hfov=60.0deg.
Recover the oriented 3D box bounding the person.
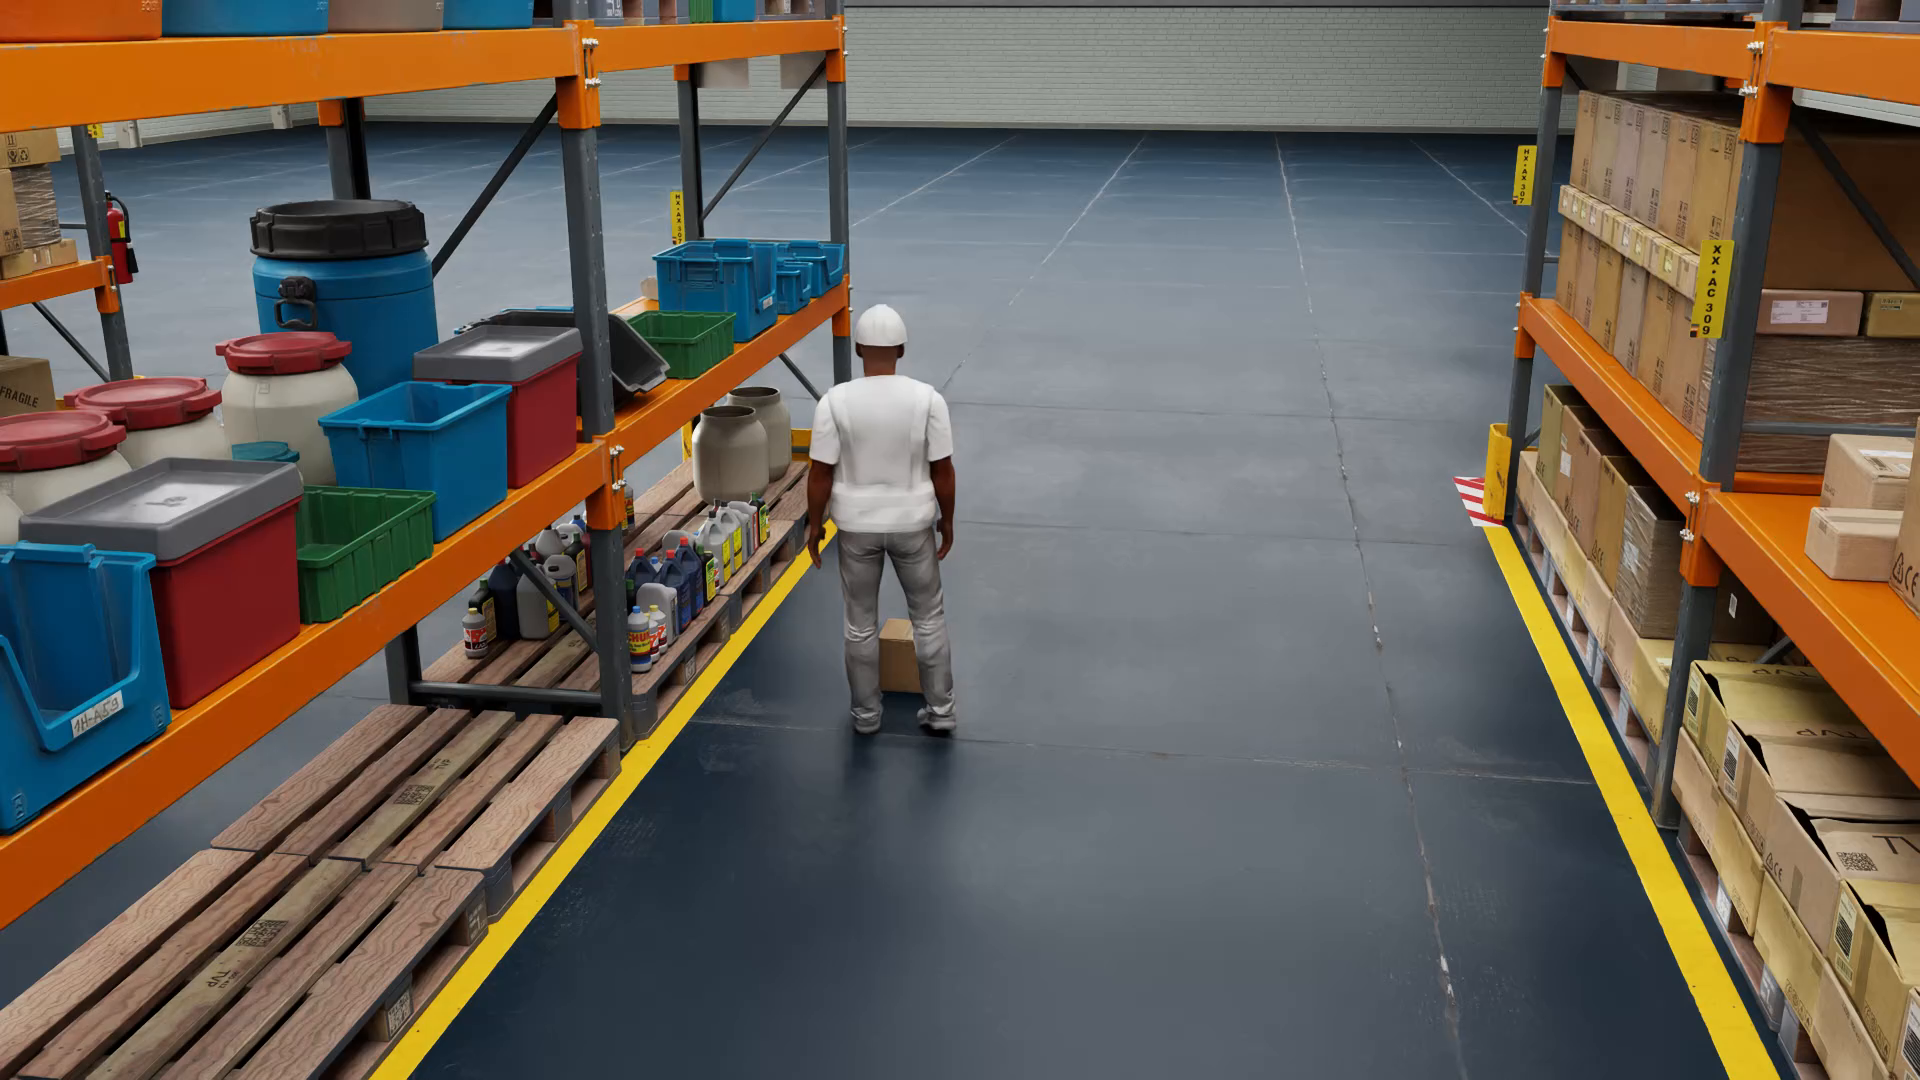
[{"bbox_3d":[-0.315,-0.056,6.711,0.599,1.804,0.408,-1,18,-2],"label":"person"}]
